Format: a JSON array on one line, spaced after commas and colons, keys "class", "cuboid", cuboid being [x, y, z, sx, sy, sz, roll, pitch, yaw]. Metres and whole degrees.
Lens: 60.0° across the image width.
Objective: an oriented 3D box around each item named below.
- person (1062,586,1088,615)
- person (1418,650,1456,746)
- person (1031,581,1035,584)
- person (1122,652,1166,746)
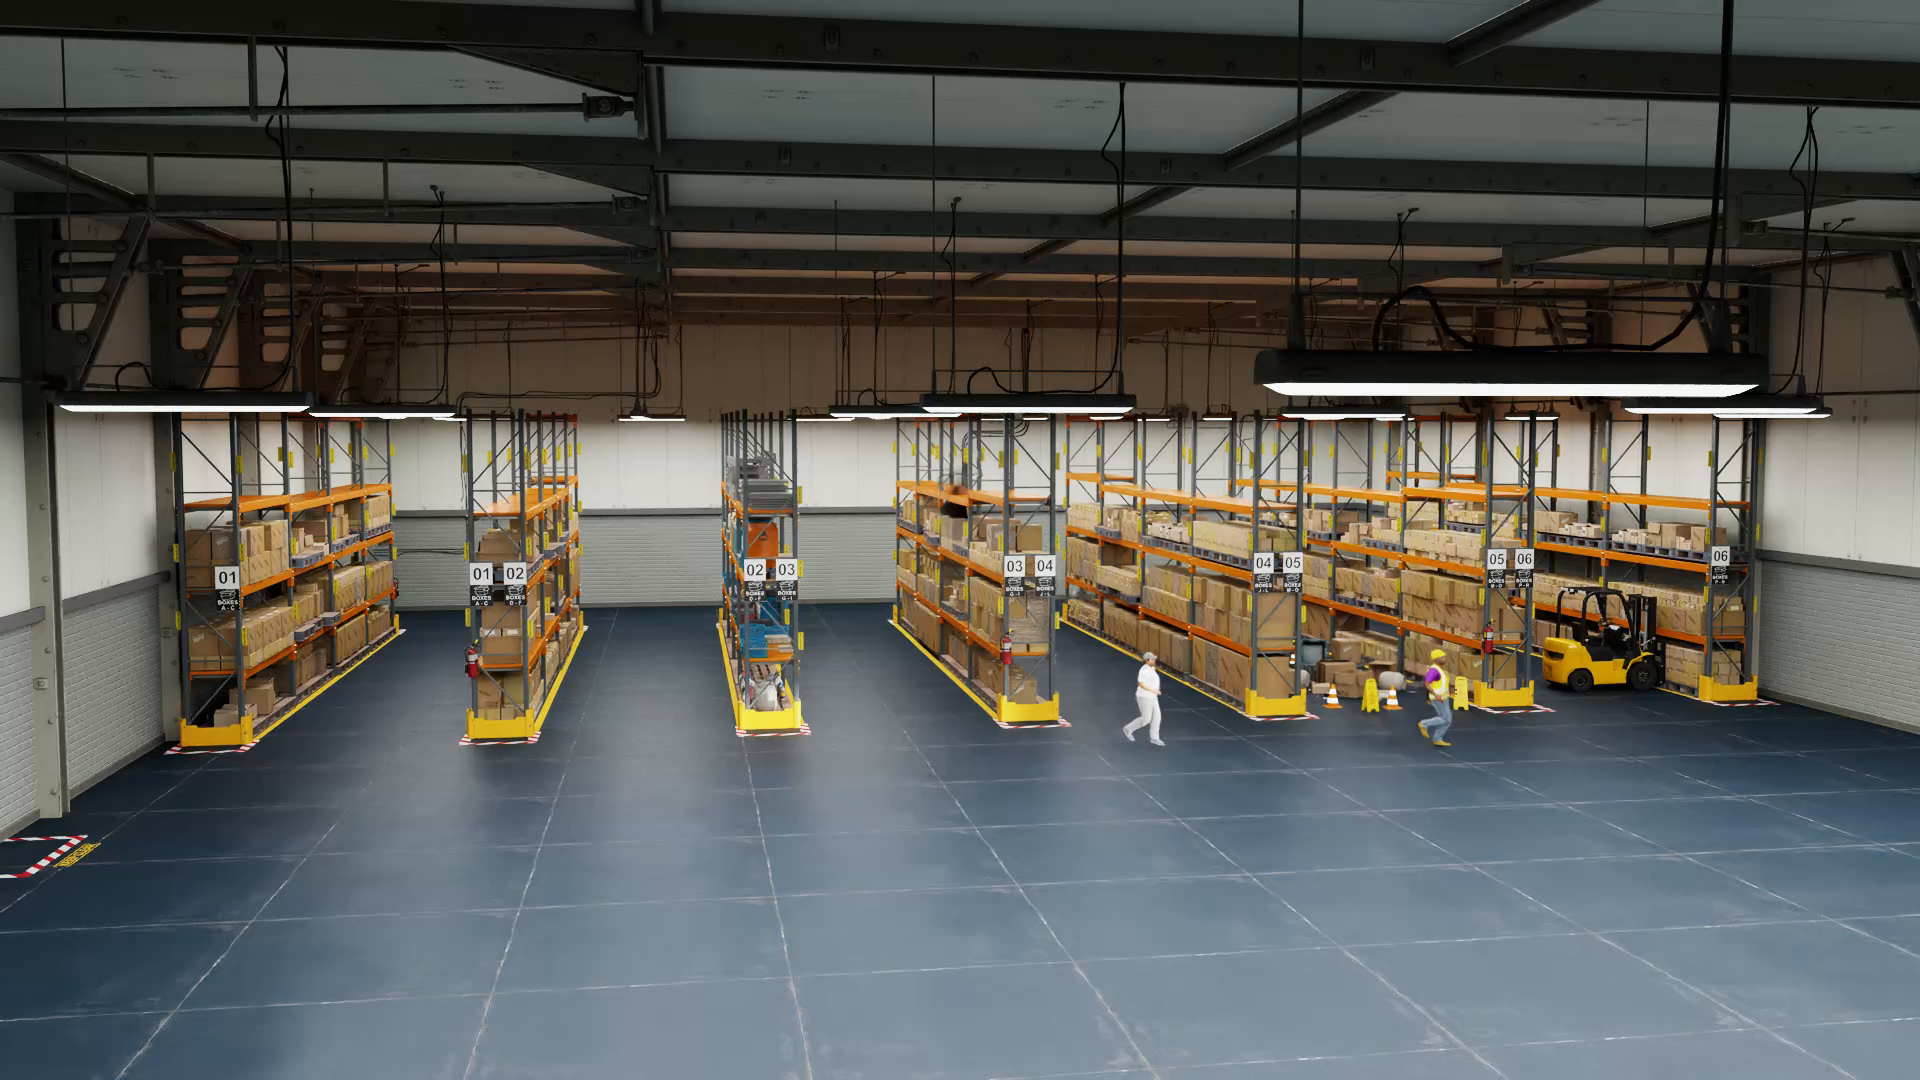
[{"class": "person", "cuboid": [3.561, 1.355, 49.737, 1.058, 1.745, 0.694, -1, 4, -8]}, {"class": "person", "cuboid": [8.486, 2.803, 29.596, 0.589, 1.720, 0.704, 2, 5, 30]}, {"class": "person", "cuboid": [2.227, 1.462, 49.173, 0.626, 1.641, 0.677, -3, 5, -39]}, {"class": "person", "cuboid": [3.314, 2.833, 29.739, 0.770, 1.675, 0.631, 2, 4, 24]}]
